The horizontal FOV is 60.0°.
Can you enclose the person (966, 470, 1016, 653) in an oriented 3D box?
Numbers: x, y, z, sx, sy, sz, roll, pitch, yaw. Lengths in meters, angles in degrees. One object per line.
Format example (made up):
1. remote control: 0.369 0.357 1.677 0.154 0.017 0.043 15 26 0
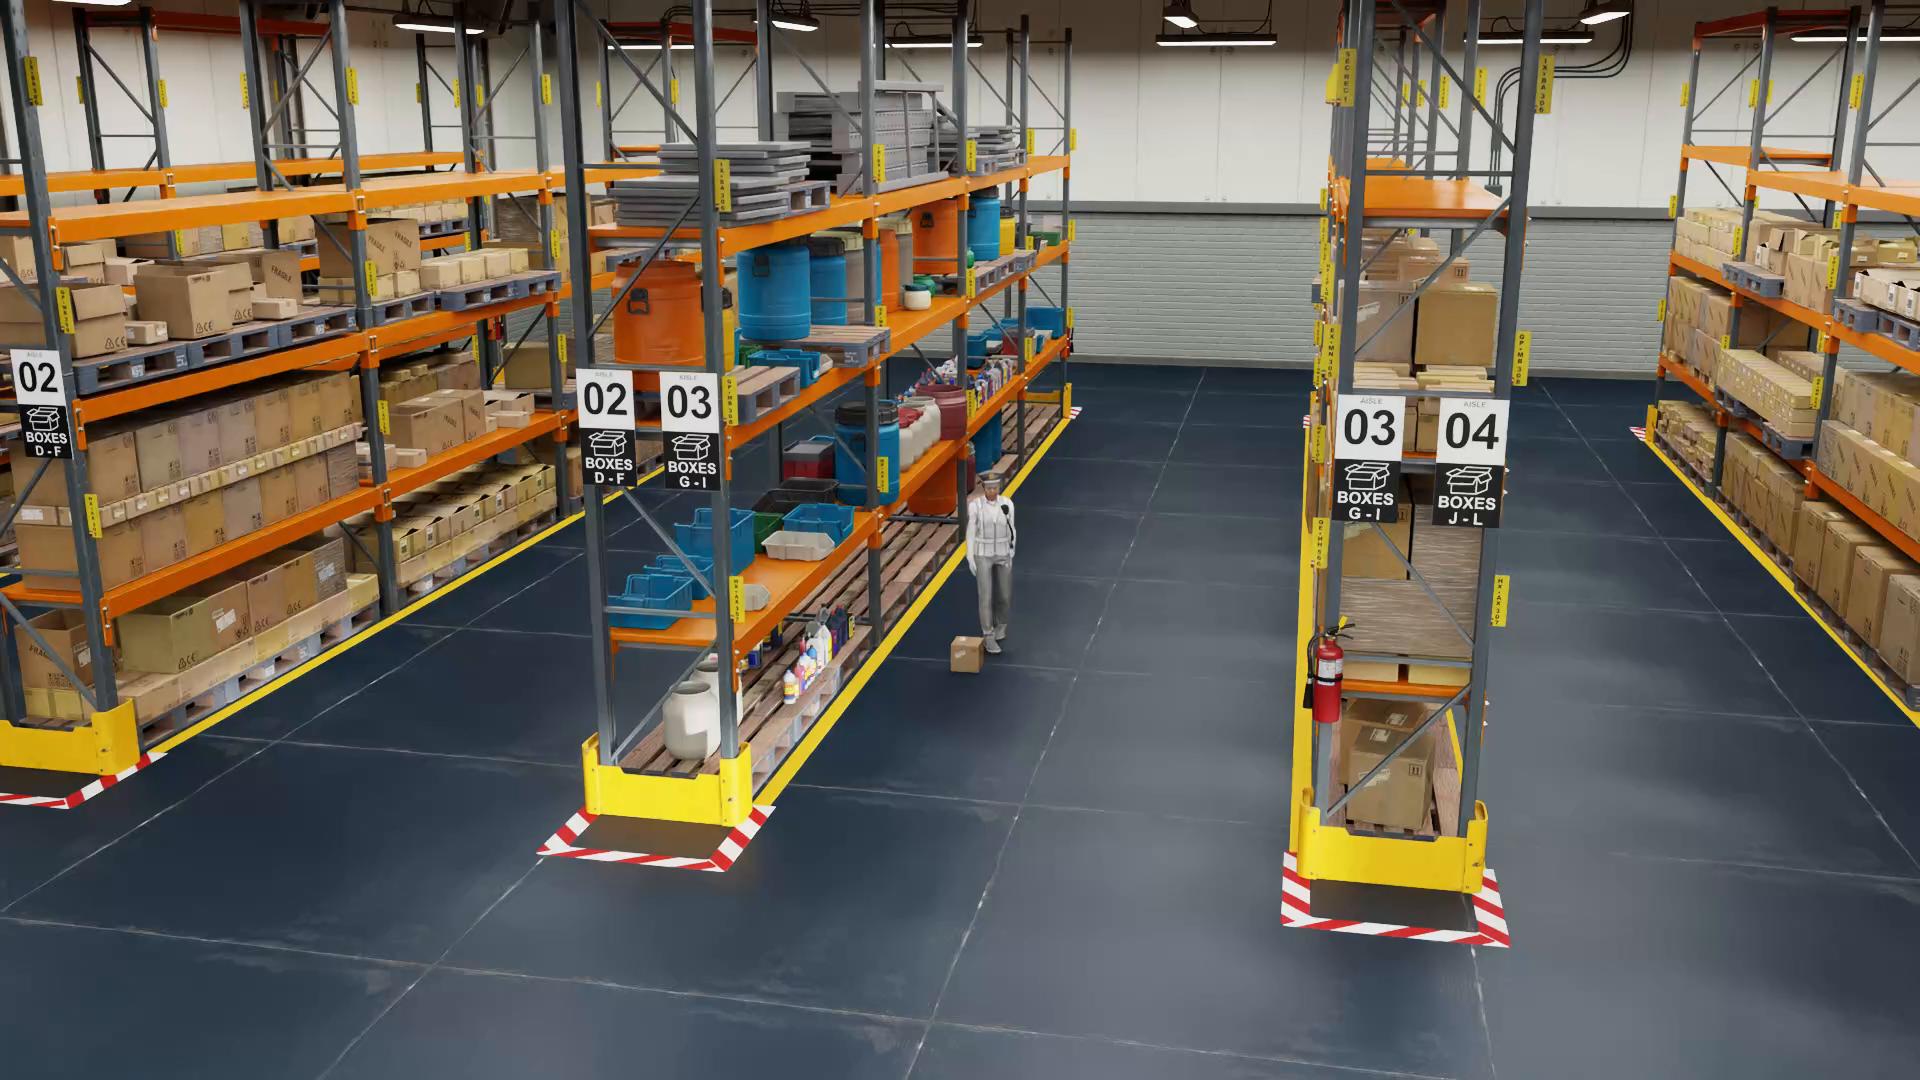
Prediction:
1. person: 0.295 0.167 15.327 0.472 1.662 0.608 -3 15 -12
